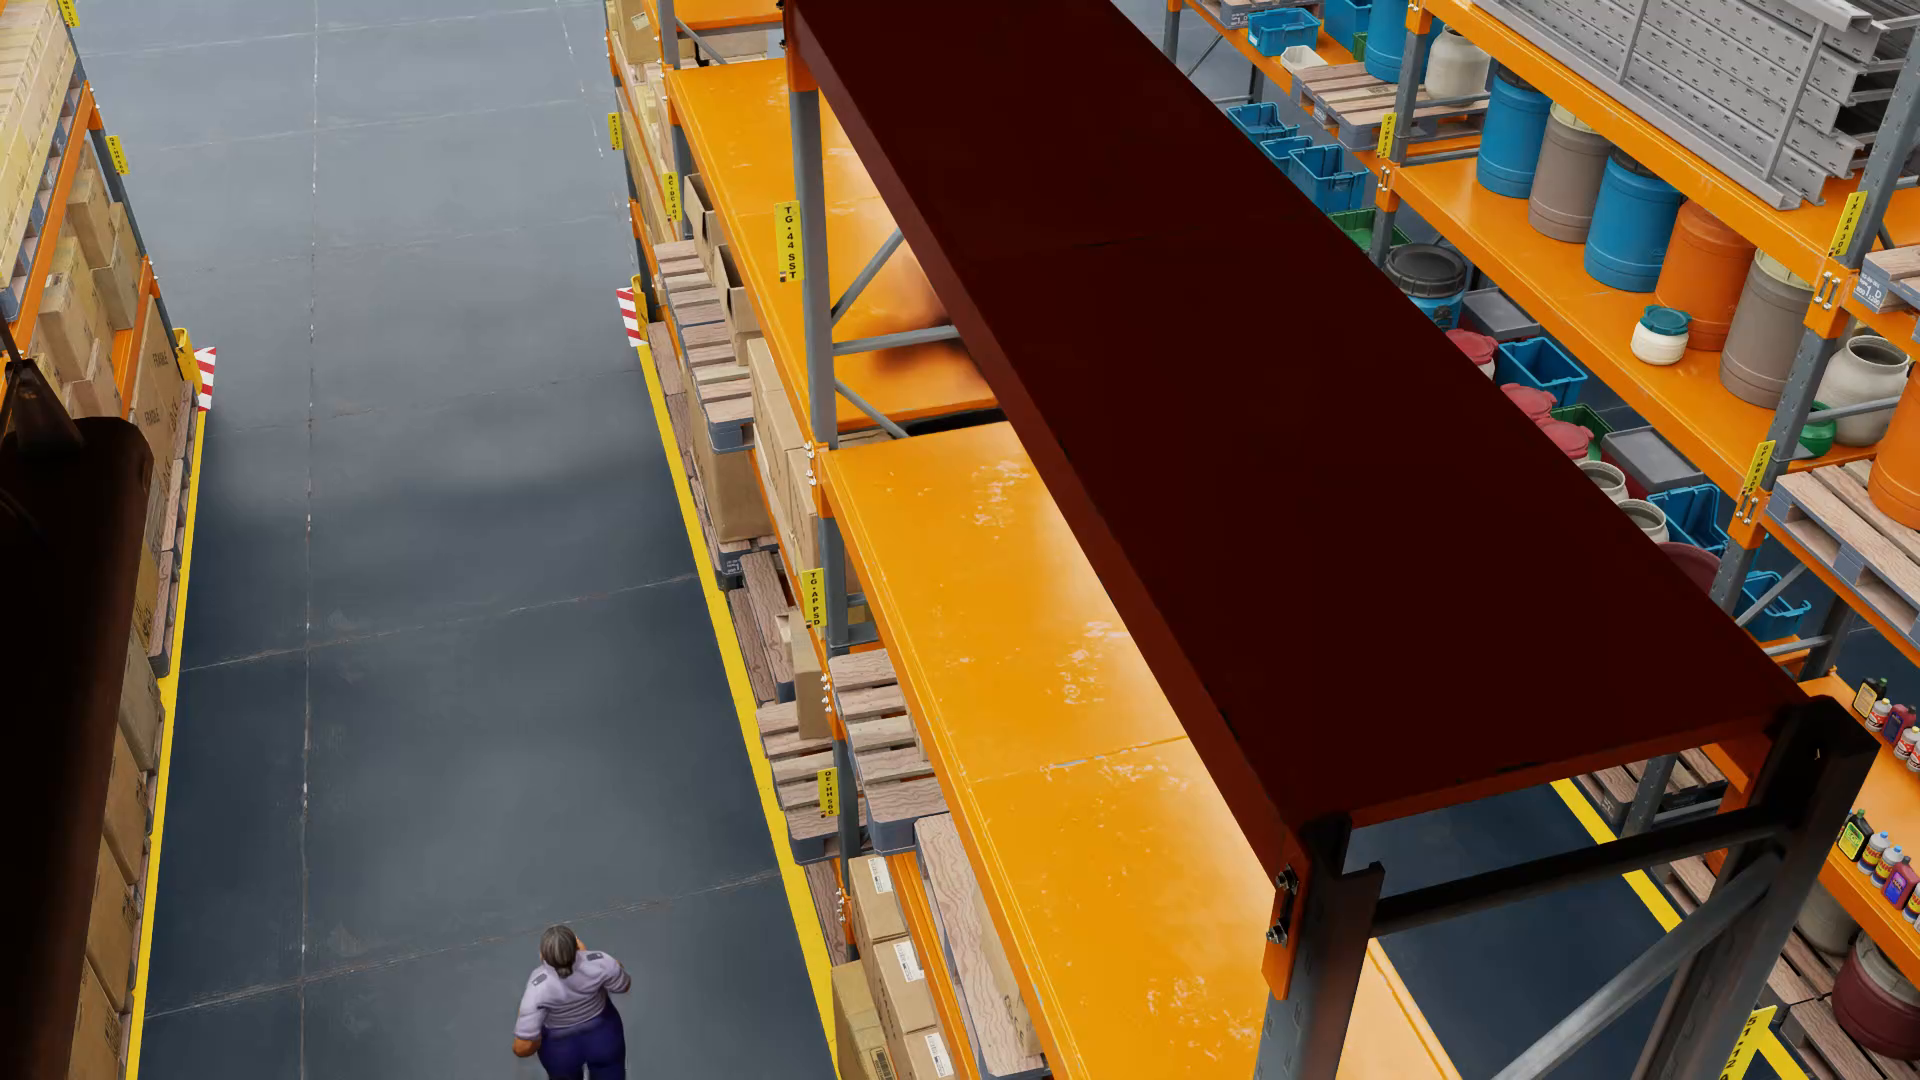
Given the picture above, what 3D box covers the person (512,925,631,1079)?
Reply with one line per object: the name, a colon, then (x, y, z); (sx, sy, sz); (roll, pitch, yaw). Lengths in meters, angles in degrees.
person: (-1.826, 2.431, 8.013); (0.585, 1.729, 0.684); (-13, 40, -16)
